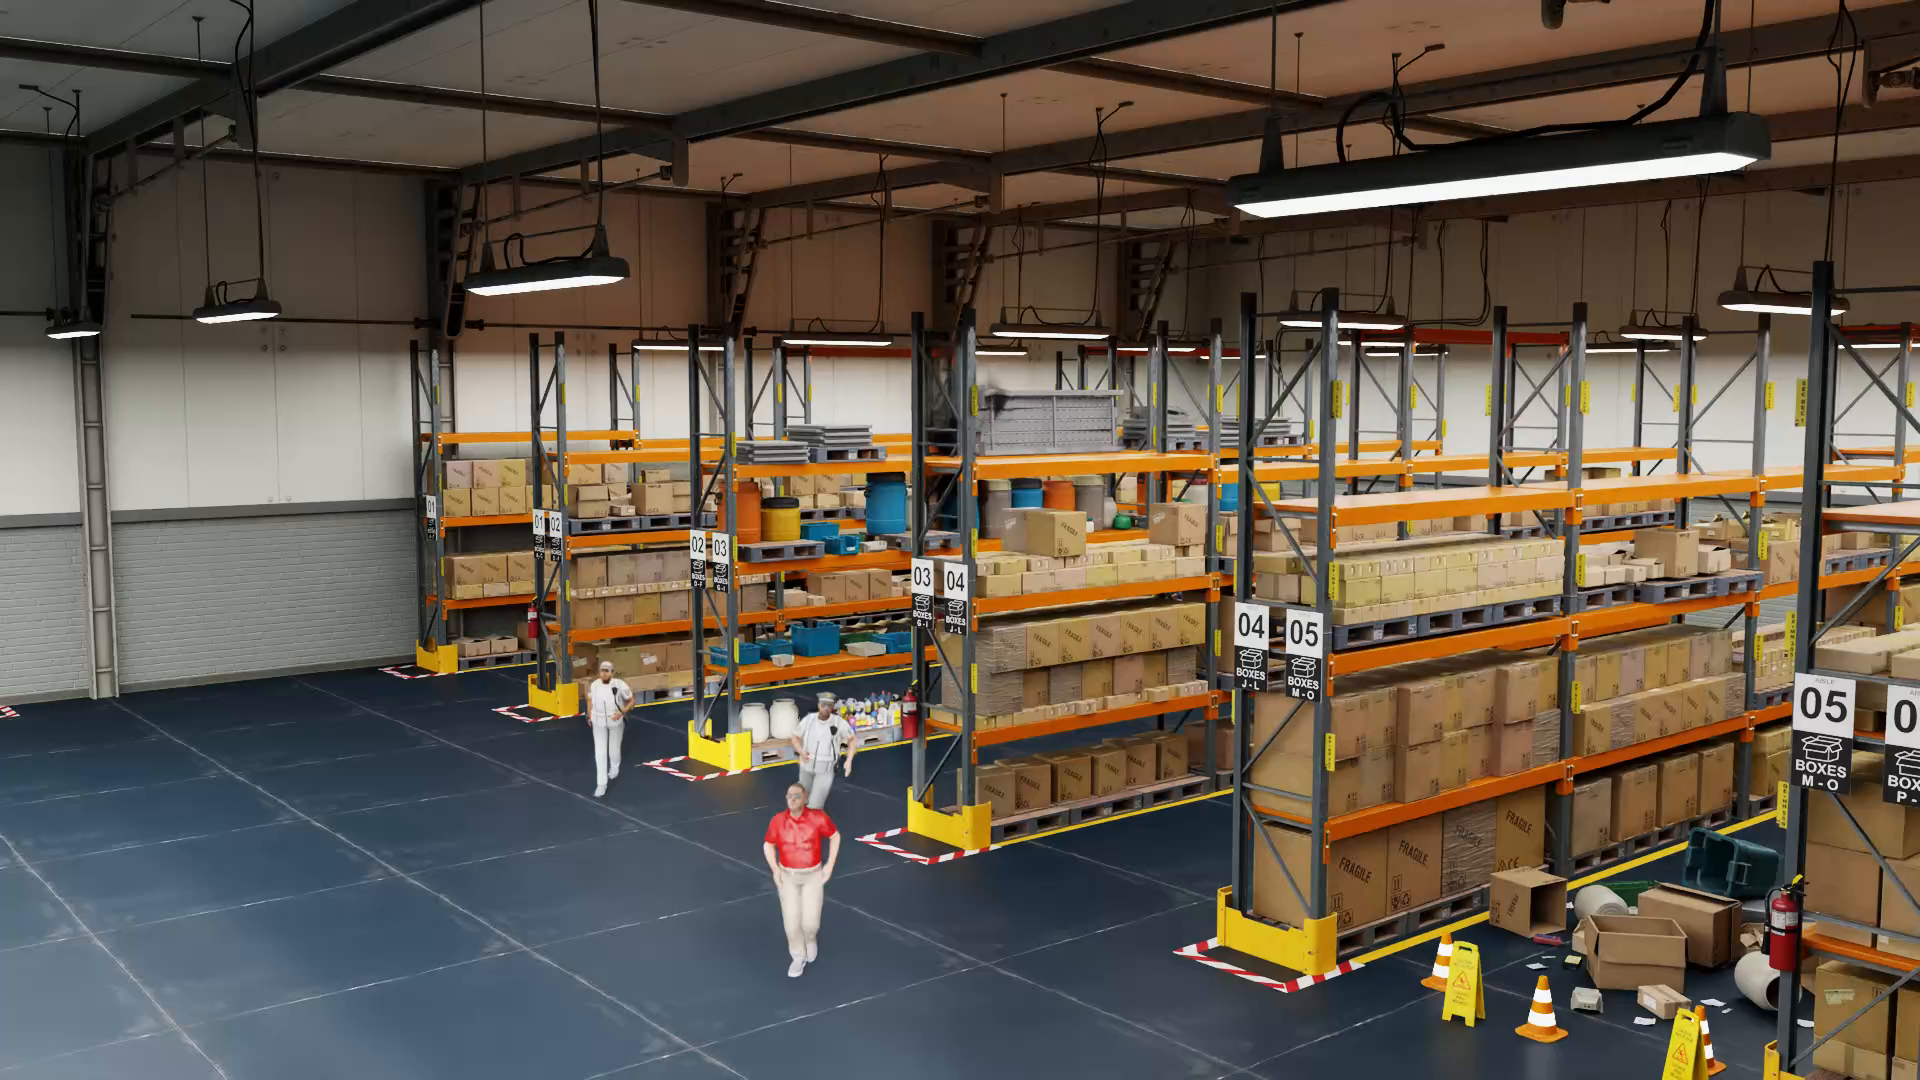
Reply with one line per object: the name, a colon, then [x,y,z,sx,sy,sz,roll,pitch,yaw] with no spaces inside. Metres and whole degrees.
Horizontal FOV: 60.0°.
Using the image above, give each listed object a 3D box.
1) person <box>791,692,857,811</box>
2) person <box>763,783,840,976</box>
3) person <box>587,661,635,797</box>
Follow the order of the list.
person: [-1.548,2.564,18.585,0.734,1.774,0.895,1,5,9]
person: [-1.404,2.981,14.621,0.669,1.692,0.540,0,5,2]
person: [-4.473,2.365,21.298,0.622,1.672,0.851,0,5,-4]
